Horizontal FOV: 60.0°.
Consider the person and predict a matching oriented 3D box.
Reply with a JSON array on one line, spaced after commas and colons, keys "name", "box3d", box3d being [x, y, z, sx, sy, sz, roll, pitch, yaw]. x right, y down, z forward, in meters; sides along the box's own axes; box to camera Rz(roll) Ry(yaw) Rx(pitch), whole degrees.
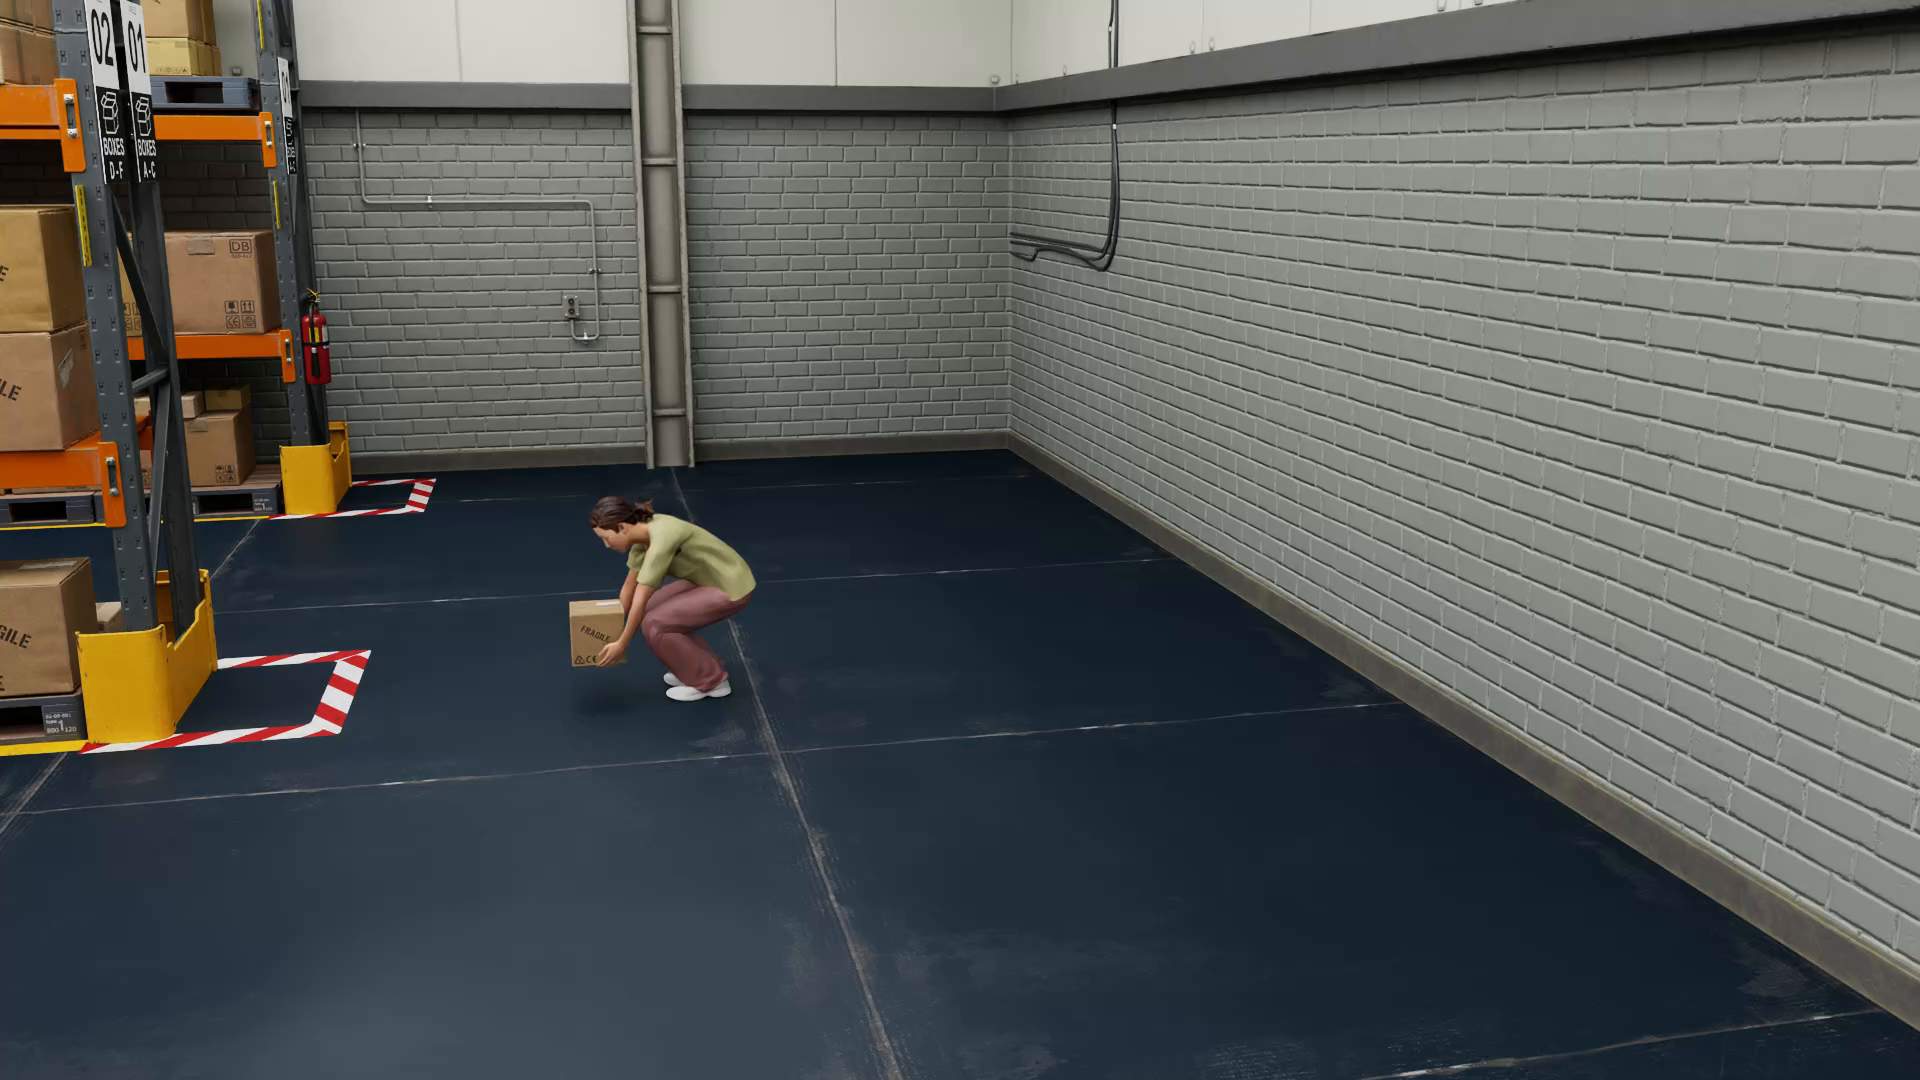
[{"name": "person", "box3d": [-1.355, 0.275, 7.894, 0.774, 0.958, 0.497, -3, 13, -13]}]
